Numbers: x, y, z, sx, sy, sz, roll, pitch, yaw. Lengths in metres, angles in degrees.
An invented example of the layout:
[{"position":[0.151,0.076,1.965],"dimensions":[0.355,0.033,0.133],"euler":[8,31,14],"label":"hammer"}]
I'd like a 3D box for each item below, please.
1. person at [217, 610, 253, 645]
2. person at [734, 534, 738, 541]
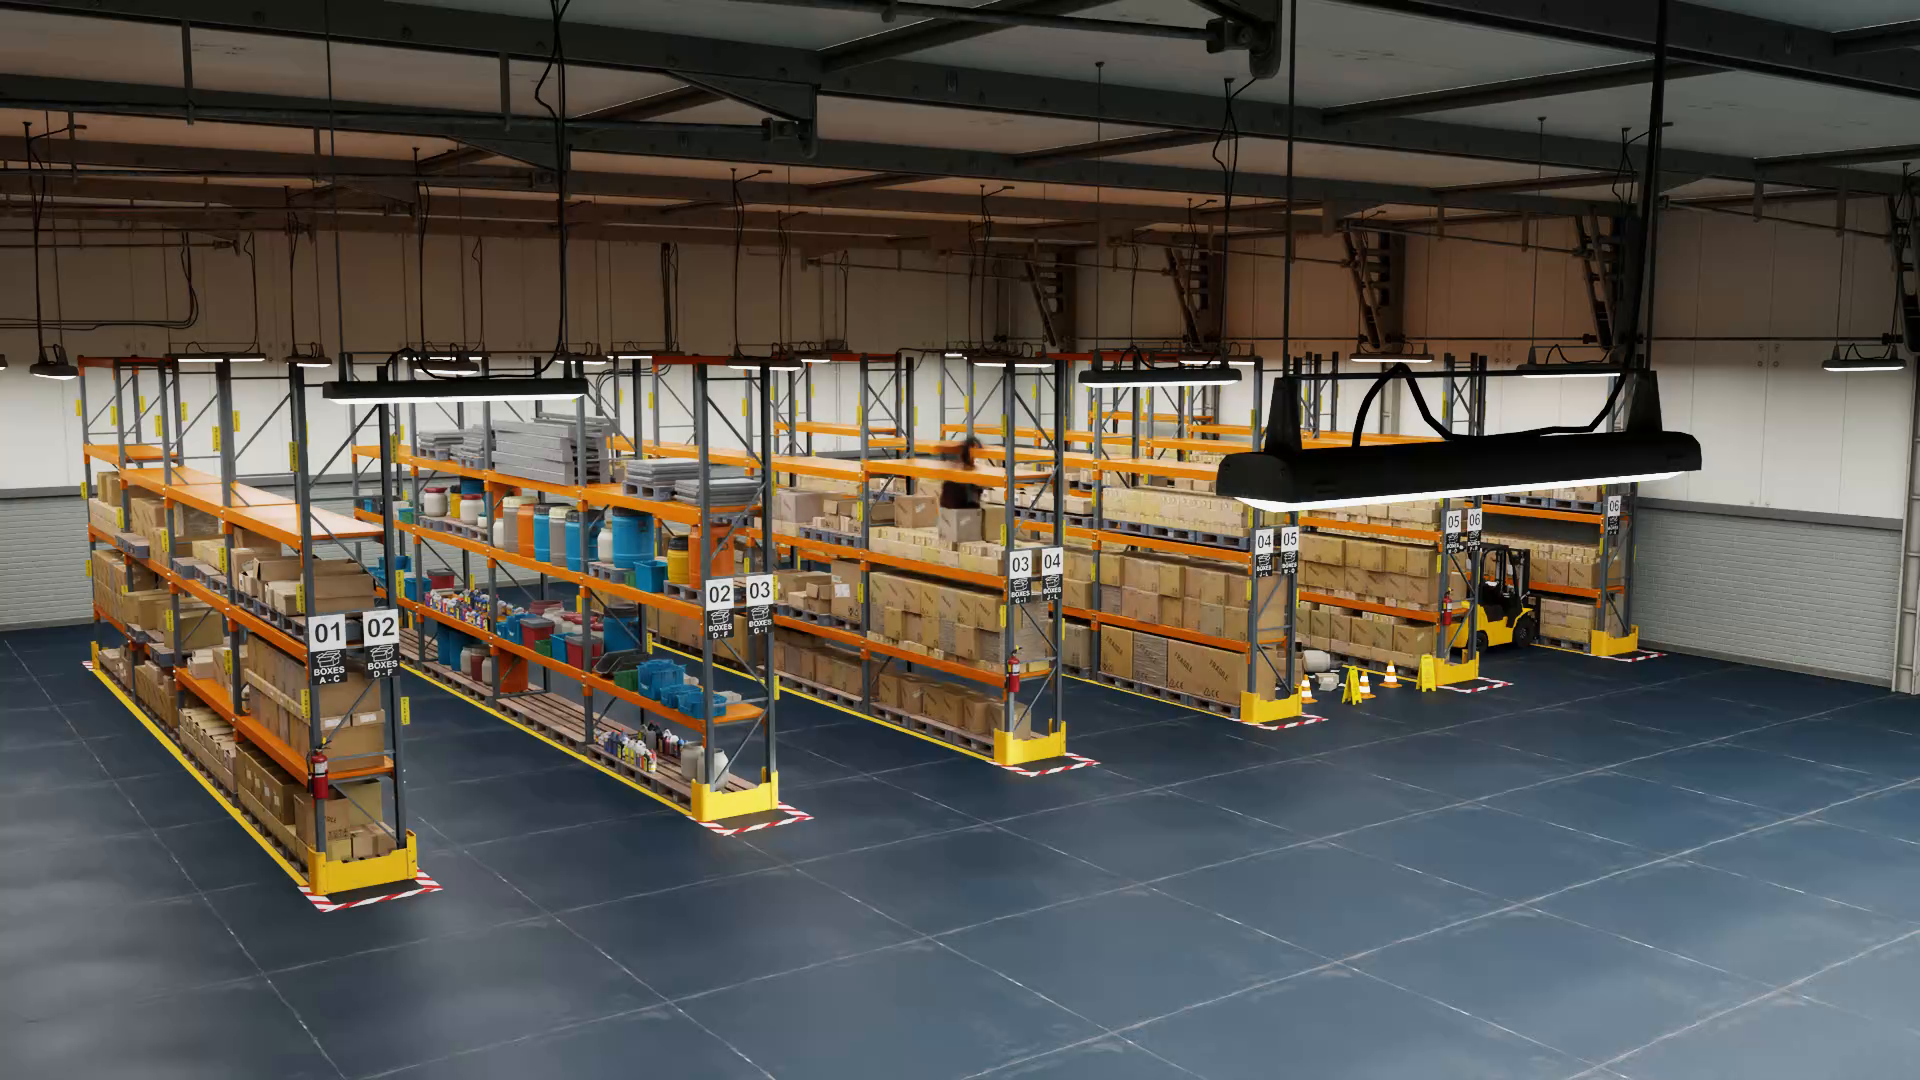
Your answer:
[{"position":[-14.105,1.542,32.547],"dimensions":[0.574,1.688,0.701],"euler":[5,9,35],"label":"person"},{"position":[-5.433,0.722,39.513],"dimensions":[0.703,1.745,0.763],"euler":[1,7,9],"label":"person"}]
